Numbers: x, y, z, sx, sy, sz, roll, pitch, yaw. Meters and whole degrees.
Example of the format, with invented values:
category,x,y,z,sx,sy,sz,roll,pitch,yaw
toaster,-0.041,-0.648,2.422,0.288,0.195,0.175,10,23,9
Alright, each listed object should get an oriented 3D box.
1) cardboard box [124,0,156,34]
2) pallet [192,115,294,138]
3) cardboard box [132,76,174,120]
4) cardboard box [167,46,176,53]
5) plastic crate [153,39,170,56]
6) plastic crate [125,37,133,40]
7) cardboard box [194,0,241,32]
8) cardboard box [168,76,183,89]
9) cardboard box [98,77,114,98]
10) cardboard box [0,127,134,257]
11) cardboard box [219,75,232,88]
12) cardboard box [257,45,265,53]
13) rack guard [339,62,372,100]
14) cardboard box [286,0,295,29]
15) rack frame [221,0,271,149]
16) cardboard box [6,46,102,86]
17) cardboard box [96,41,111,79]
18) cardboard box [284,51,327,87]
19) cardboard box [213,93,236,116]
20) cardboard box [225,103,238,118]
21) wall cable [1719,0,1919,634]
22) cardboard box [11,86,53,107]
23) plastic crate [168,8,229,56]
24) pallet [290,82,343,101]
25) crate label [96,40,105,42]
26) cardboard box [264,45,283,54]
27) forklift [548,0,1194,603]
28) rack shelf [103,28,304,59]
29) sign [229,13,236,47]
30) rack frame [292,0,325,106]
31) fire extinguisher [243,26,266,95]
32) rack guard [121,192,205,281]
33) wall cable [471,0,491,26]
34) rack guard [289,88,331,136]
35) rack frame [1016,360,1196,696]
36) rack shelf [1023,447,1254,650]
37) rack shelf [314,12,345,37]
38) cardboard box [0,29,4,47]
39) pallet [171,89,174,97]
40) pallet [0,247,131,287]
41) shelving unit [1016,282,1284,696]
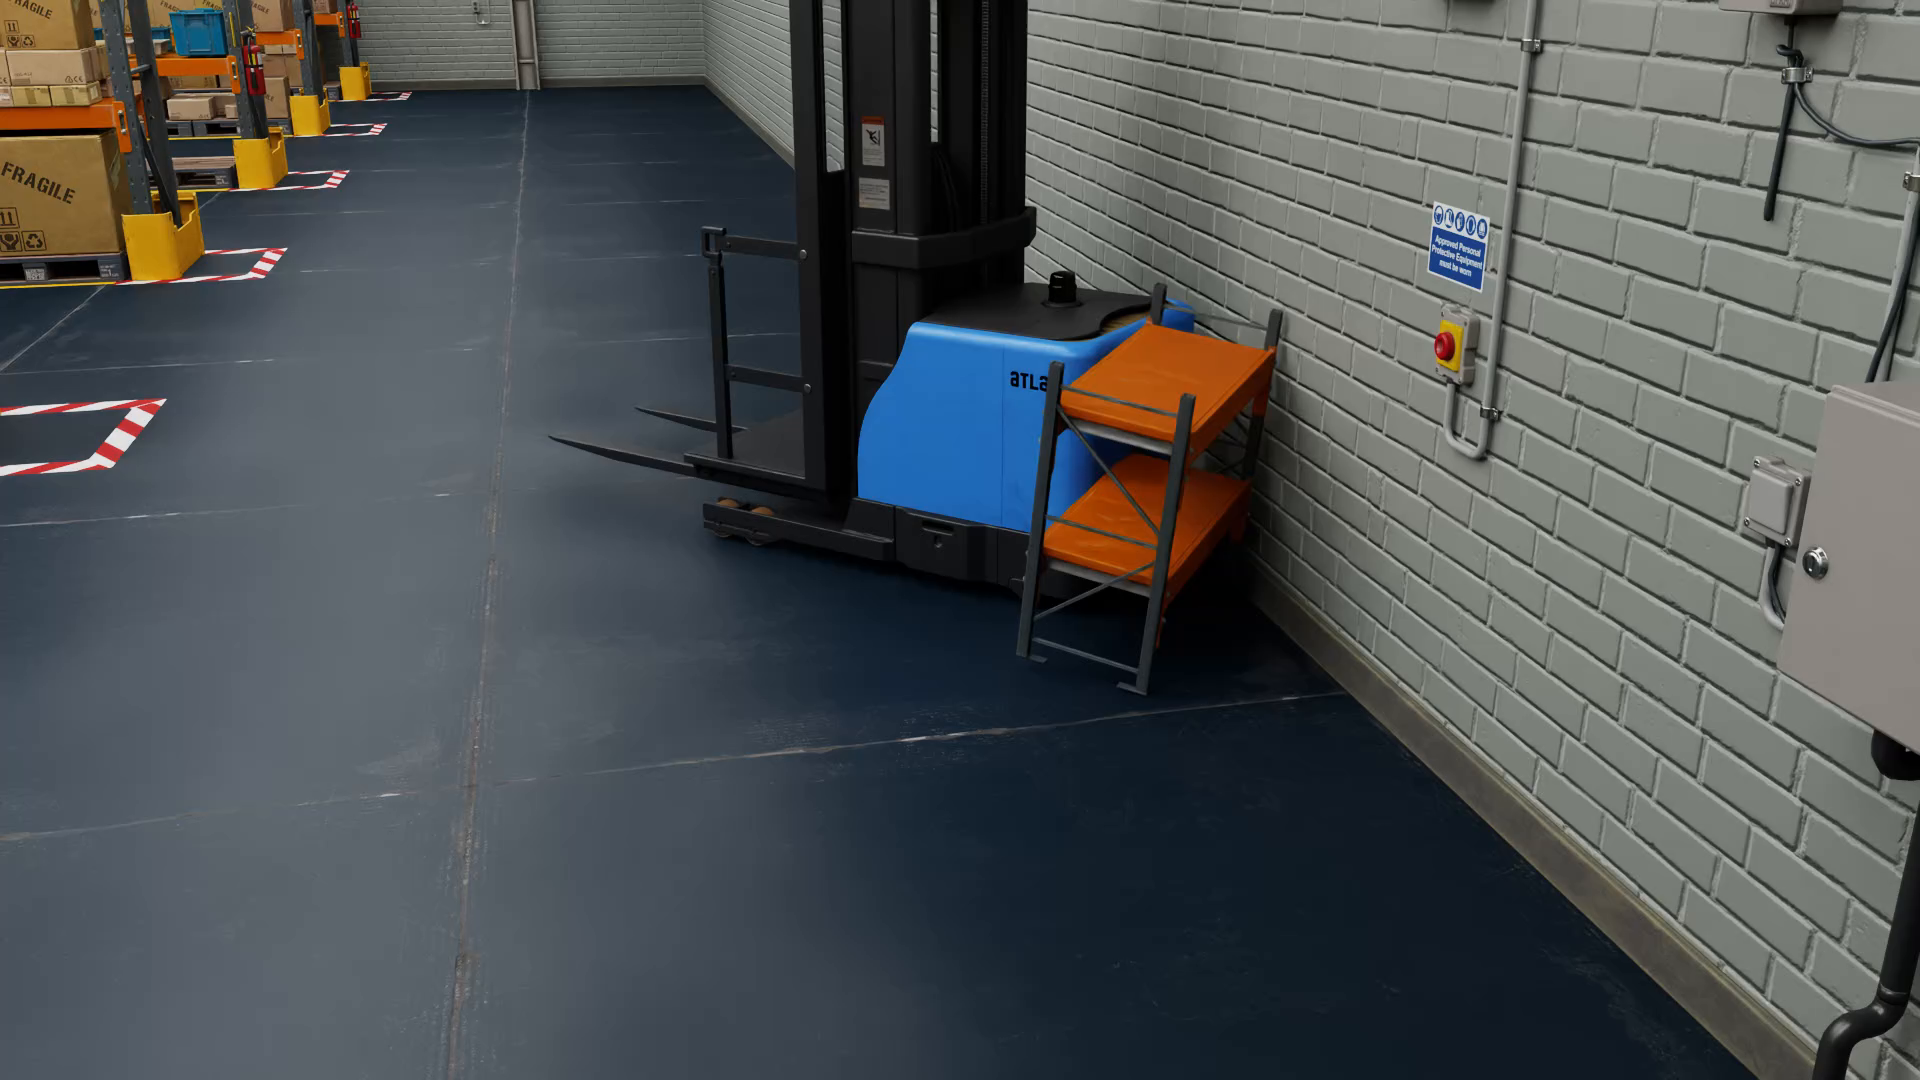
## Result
category,x,y,z,sx,sy,sz,roll,pitch,yaw
cardboard box,-10.460,-6.708,21.119,0.500,0.500,0.500,-5,21,-13
pallet,-9.455,-5.528,22.099,1.213,0.211,1.003,-5,21,-12
cardboard box,-10.671,-5.775,21.709,0.637,0.503,0.797,-5,21,-12
cardboard box,-12.309,-7.720,26.108,0.250,0.149,0.380,-5,21,-14
plastic crate,-8.221,-5.028,16.975,0.243,0.136,0.396,-5,21,-12
plastic crate,-8.777,-5.192,17.424,0.298,0.136,0.250,-5,21,-12
cardboard box,-9.483,-6.785,21.331,0.500,0.500,0.500,-4,21,-12
cardboard box,-12.401,-7.335,26.002,0.500,0.500,0.700,-5,21,-13
cardboard box,-6.751,-3.555,13.024,0.250,0.149,0.380,-4,21,-12
cardboard box,-6.934,-2.713,12.838,0.875,0.875,0.875,-5,21,-12
cardboard box,-11.384,-7.420,26.232,0.500,0.500,0.700,-5,21,-14
cardboard box,-11.068,-7.821,26.384,0.250,0.149,0.380,-4,21,-12
rack guard,-9.726,-7.393,26.770,0.348,0.500,1.175,-5,21,-12
cardboard box,-9.098,-7.007,21.937,0.500,0.500,0.500,-4,21,-11
rack frame,-7.470,-5.249,17.282,0.127,3.000,1.000,-5,21,-12
cardboard box,-6.740,-3.533,12.383,0.500,0.250,0.500,-5,21,-13
cardboard box,-6.859,-3.712,12.874,0.500,0.250,0.500,-5,21,-14
cardboard box,-10.407,-7.499,26.450,0.500,0.500,0.700,-5,21,-12
cardboard box,-9.687,-5.835,22.240,0.500,0.250,0.500,-5,21,-12
cardboard box,-9.493,-5.656,21.873,0.250,0.166,0.380,-5,21,-12
wall cable,1.770,-0.731,3.472,0.122,1.984,0.588,-5,21,-12
cardboard box,-6.853,-3.313,12.364,0.250,0.149,0.380,-4,21,-12
plastic crate,-7.752,-5.204,17.022,0.499,0.435,0.616,-5,21,-12
pallet,-10.509,-7.166,26.570,1.213,0.211,1.003,-5,21,-12
crate label,-8.772,-4.979,16.843,0.243,0.136,0.396,-5,21,-12
cardboard box,-10.739,-7.712,26.088,0.250,0.149,0.380,-4,21,-11
forklift,-0.534,-1.492,7.125,3.031,2.935,1.130,12,23,30
rack shelf,-10.552,-6.411,21.501,4.000,0.370,1.077,-5,21,-12
sign,-7.327,-5.142,16.755,0.005,0.325,0.100,-5,21,-12
rack frame,-8.606,-6.907,21.809,0.127,3.000,1.000,-5,21,-12
fire extinguisher,-7.218,-4.897,16.977,0.183,0.674,0.296,-5,21,-12
rack guard,-6.306,-2.419,13.191,0.348,0.500,1.175,-5,21,-12
wall cable,-8.721,-9.460,27.301,1.851,1.984,0.084,-5,21,-12
rack guard,-8.680,-5.727,22.223,0.348,0.500,1.175,-5,21,-12
rack frame,0.479,-0.024,5.653,0.500,1.125,0.032,17,29,21
rack shelf,0.679,-0.001,6.180,0.538,0.278,1.000,17,29,21
rack shelf,-11.696,-8.069,26.026,4.000,0.370,1.077,-5,21,-12
cardboard box,-7.346,-4.025,12.637,0.500,0.500,0.500,-5,21,-14
pallet,-12.884,-6.973,26.043,1.213,0.211,1.003,-5,21,-12
pallet,-7.090,-2.192,12.991,1.213,0.211,1.003,-5,21,-12
shelving unit,0.700,-0.217,6.068,0.538,1.125,1.048,17,29,21
